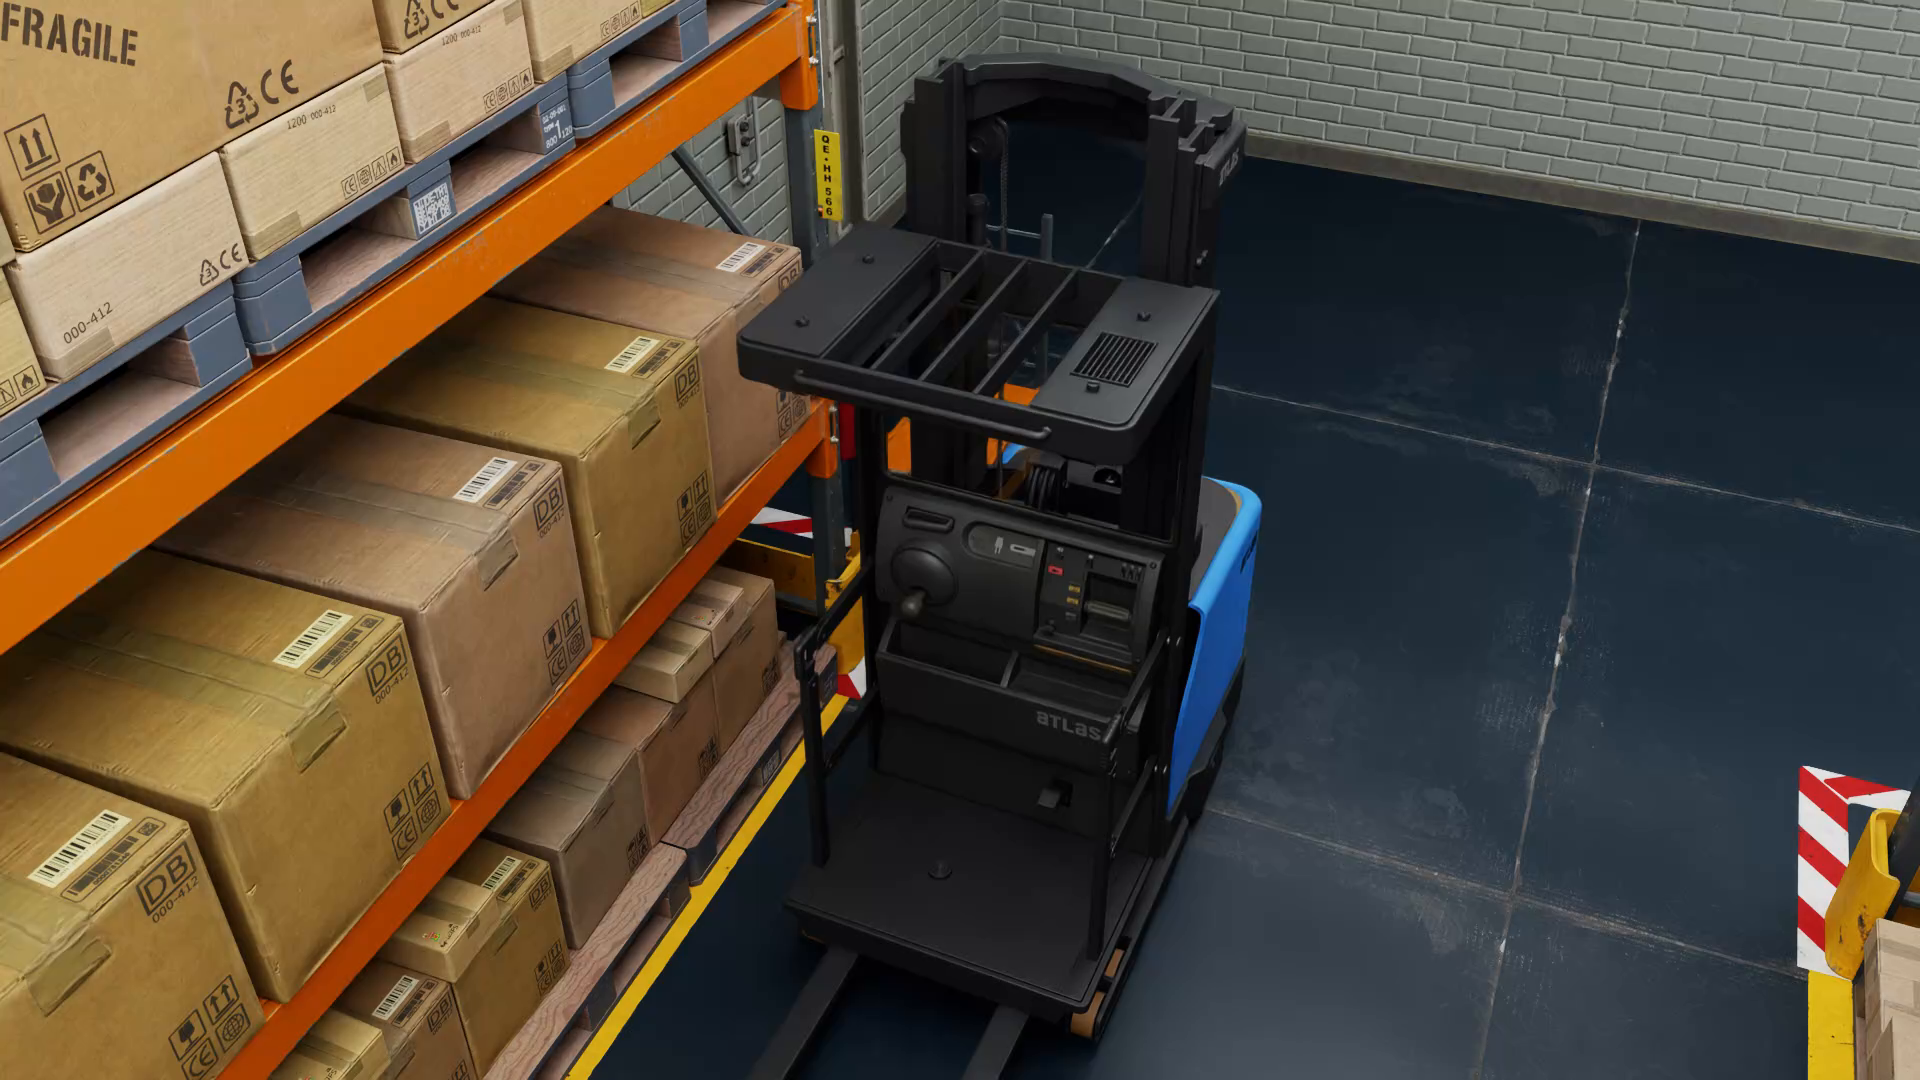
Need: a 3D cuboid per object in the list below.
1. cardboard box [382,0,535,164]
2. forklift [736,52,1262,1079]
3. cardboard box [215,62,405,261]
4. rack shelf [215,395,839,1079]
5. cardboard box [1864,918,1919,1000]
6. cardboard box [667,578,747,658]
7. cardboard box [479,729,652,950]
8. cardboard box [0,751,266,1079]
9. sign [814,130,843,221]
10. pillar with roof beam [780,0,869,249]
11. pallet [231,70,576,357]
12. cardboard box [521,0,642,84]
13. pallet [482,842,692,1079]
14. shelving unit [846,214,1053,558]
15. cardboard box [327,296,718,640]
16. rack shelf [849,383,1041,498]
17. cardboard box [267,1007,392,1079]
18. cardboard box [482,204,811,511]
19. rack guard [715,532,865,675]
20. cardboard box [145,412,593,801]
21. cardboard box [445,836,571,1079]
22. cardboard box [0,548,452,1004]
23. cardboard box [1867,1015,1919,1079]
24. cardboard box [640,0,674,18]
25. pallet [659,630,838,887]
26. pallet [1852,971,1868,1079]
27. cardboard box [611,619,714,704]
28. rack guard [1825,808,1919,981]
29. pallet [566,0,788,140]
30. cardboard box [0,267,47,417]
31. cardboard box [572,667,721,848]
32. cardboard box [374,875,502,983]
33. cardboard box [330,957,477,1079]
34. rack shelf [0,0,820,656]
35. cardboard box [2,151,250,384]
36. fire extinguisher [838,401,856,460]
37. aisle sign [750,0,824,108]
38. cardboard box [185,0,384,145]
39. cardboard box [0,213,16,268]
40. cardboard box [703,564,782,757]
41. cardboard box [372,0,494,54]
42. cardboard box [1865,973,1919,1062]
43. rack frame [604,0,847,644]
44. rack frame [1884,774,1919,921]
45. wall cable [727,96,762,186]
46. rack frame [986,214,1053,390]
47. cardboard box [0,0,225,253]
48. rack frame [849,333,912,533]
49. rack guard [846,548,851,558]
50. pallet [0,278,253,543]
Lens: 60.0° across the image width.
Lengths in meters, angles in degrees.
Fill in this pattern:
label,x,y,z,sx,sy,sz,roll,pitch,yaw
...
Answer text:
label,x,y,z,sx,sy,sz,roll,pitch,yaw
cardboard box,-1.378,-1.142,3.957,0.500,0.250,0.500,13,39,16
forklift,0.087,0.186,5.053,1.130,2.935,3.031,15,39,19
cardboard box,-1.575,-0.858,3.577,0.500,0.250,0.500,13,39,17
rack shelf,-1.716,0.560,5.096,1.077,0.370,4.000,14,39,18
cardboard box,3.151,1.410,5.372,0.380,0.149,0.250,14,39,18
cardboard box,-1.009,0.261,6.091,0.380,0.149,0.250,13,39,17
cardboard box,-1.510,0.964,5.693,0.700,0.500,0.500,13,39,16
cardboard box,-2.255,0.962,3.706,0.980,0.700,0.700,14,39,18
sign,-0.458,-1.263,5.769,0.100,0.325,0.005,14,39,18
pillar with roof beam,3.254,-3.950,5.518,9.100,9.000,0.400,14,39,18
pallet,-1.690,-0.910,4.031,1.003,0.211,1.213,14,39,18
cardboard box,-1.185,-1.431,4.344,0.500,0.250,0.500,12,39,16
pallet,-1.652,1.415,5.681,1.003,0.211,1.213,14,39,18
shelving unit,-0.029,-0.559,7.245,0.587,1.500,1.083,14,39,18
cardboard box,-1.406,-0.266,5.349,0.980,0.700,0.700,14,39,17
rack shelf,-0.032,-0.409,7.345,0.538,0.185,1.000,14,39,18
cardboard box,-1.798,1.414,4.549,0.380,0.149,0.250,15,39,19
cardboard box,-1.140,-0.671,5.892,0.980,0.700,0.700,16,40,20
rack guard,-0.946,0.152,7.128,1.175,0.500,0.348,14,39,18
cardboard box,-1.705,0.154,4.787,0.980,0.700,0.700,12,38,16
cardboard box,-1.706,1.260,5.295,0.700,0.500,0.500,15,39,19
cardboard box,-1.972,0.559,4.245,0.980,0.700,0.700,13,39,17
cardboard box,2.968,1.729,4.860,0.500,0.250,0.500,14,39,18
cardboard box,-0.988,-1.719,4.730,0.500,0.250,0.500,15,39,19
pallet,-1.187,0.742,6.581,1.003,0.211,1.213,14,39,18
pallet,3.296,1.892,5.043,1.003,0.211,1.213,14,39,18
cardboard box,-1.106,0.402,5.902,0.380,0.149,0.250,15,39,19
rack guard,3.599,1.334,5.547,1.175,0.500,0.348,14,39,18
pallet,-1.227,-1.588,4.938,1.003,0.211,1.213,14,39,18
cardboard box,-1.970,-0.293,2.822,0.500,0.250,0.500,14,39,18
cardboard box,-1.319,0.685,6.065,0.700,0.500,0.500,14,39,18
cardboard box,-1.600,1.125,4.935,0.380,0.149,0.250,13,39,16
cardboard box,-1.903,1.544,4.916,0.700,0.500,0.500,13,39,17
rack shelf,-1.716,-0.641,4.198,1.077,0.370,4.000,14,39,18
cardboard box,-1.763,-0.572,3.195,0.500,0.250,0.500,13,39,17
fire extinguisher,-0.471,-0.634,6.468,0.296,0.674,0.183,14,39,18
aisle sign,-0.650,-1.848,5.546,0.394,0.787,0.004,14,39,18
cardboard box,-1.573,-1.162,3.359,0.500,0.500,0.500,14,39,18
cardboard box,-1.946,-0.602,2.609,0.500,0.500,0.500,13,39,17
cardboard box,-1.129,0.408,6.436,0.700,0.500,0.500,14,39,18
cardboard box,-1.372,-1.453,3.747,0.500,0.500,0.500,12,38,16
cardboard box,3.055,1.541,5.181,0.380,0.166,0.250,14,39,18
rack frame,-0.955,-0.835,6.362,1.000,3.000,0.127,14,39,18
rack frame,3.628,0.291,4.855,1.000,3.000,0.127,14,39,18
wall cable,-1.342,-2.167,7.295,0.084,1.984,1.851,14,39,18
rack frame,0.161,-0.835,7.614,0.500,1.500,0.032,14,39,18
cardboard box,-1.756,-0.888,2.991,0.500,0.500,0.500,13,39,17
rack frame,-0.226,-0.272,6.861,0.500,1.500,0.032,14,39,18
rack guard,-0.218,0.218,7.250,0.587,0.250,0.087,14,39,18
pallet,-2.156,-0.237,3.131,1.003,0.211,1.213,14,39,18
